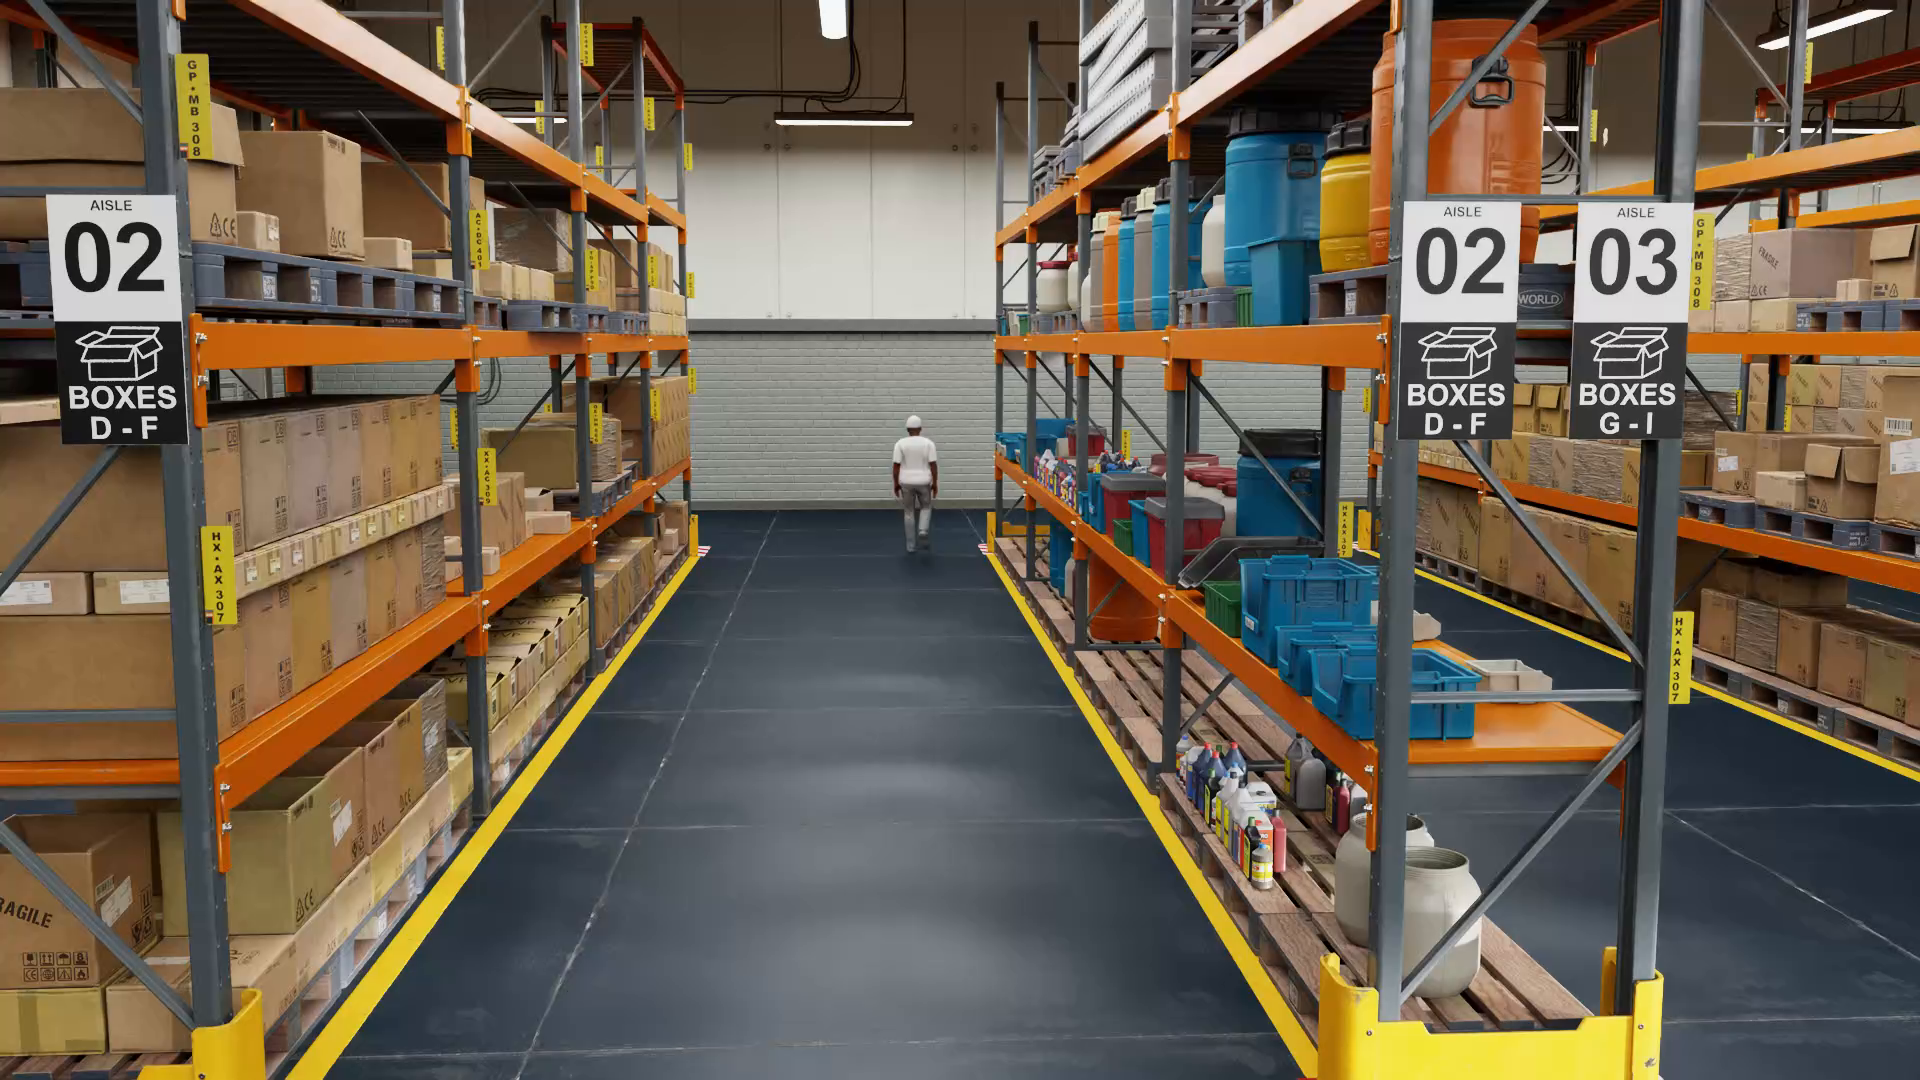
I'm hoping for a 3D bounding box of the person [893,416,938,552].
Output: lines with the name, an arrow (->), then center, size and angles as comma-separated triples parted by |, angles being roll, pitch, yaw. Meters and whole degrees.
person -> -0.584, -0.733, 21.568 | 0.578, 1.761, 0.488 | 0, 7, -4
